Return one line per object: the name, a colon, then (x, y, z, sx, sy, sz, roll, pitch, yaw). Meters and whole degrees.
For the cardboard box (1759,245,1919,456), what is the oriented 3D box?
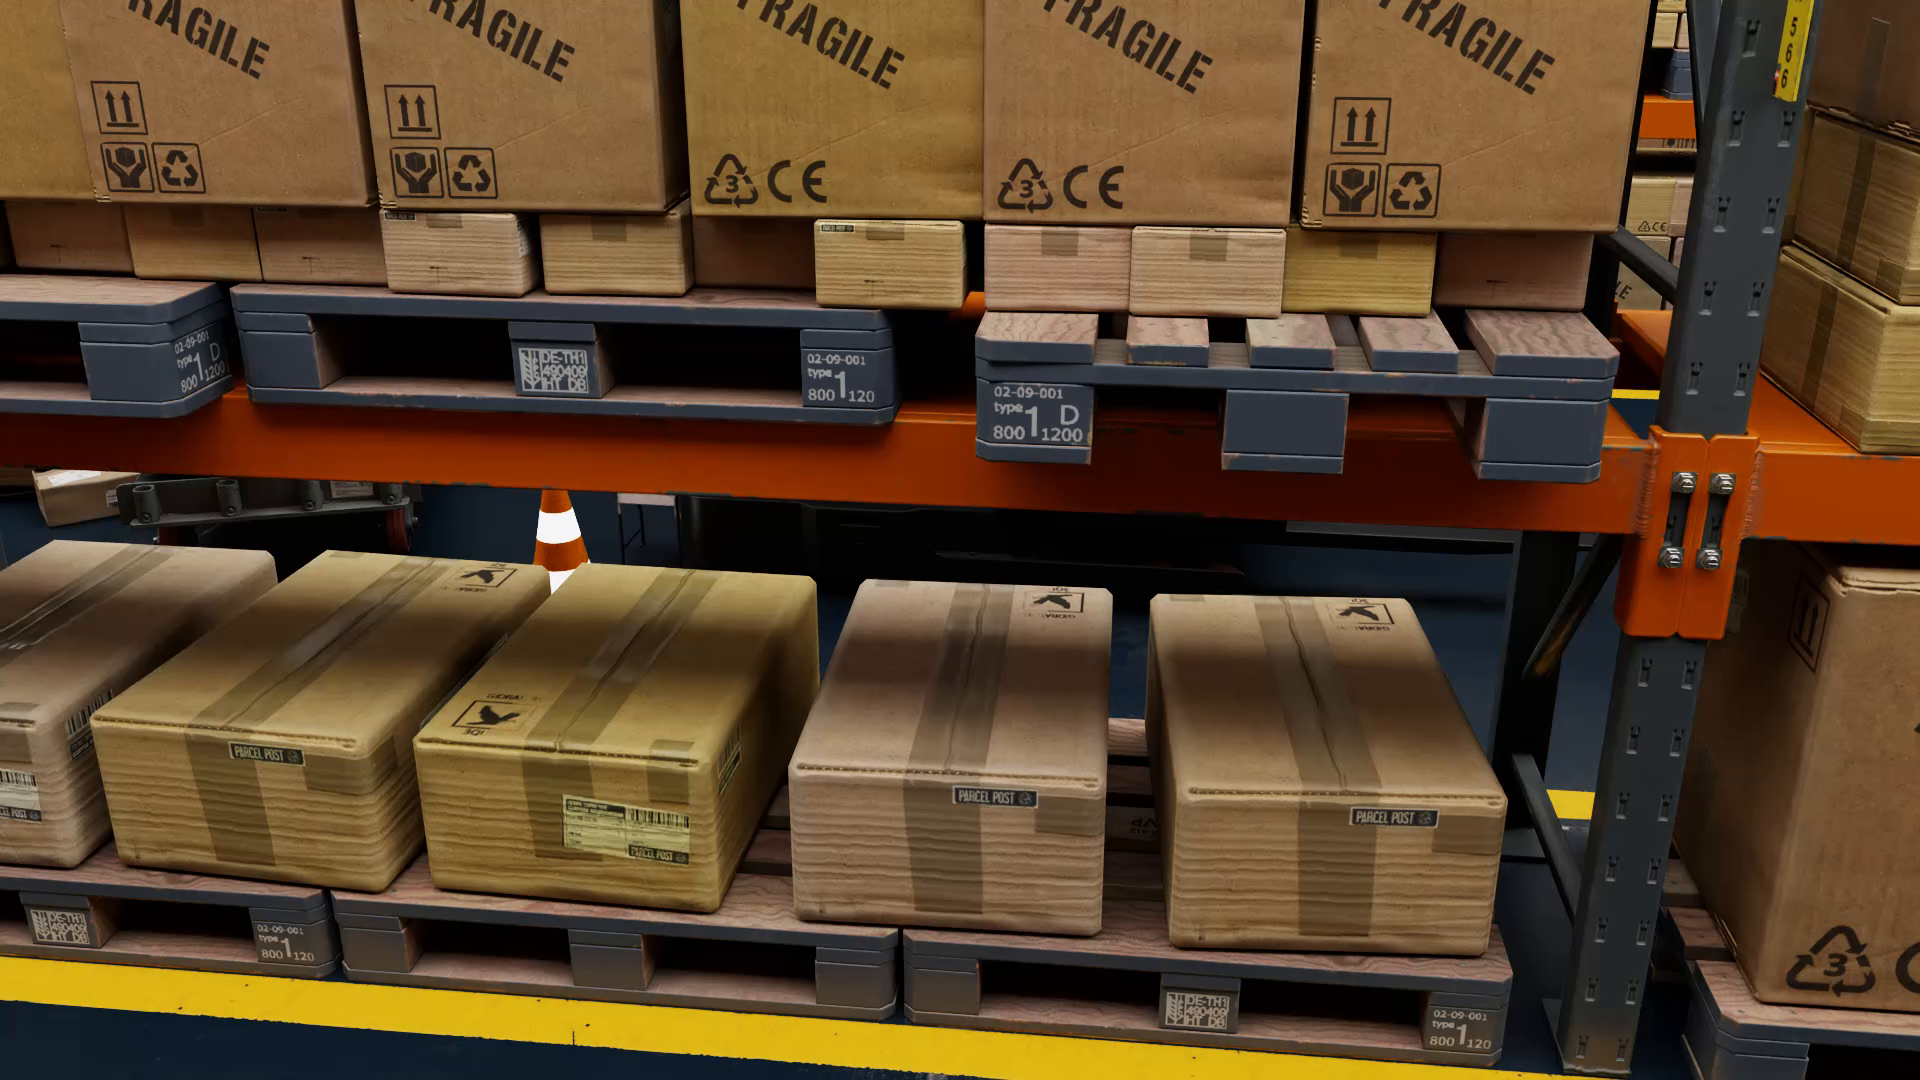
cardboard box: (1.767, -0.339, 2.922, 0.500, 0.250, 0.500, 2, 22, 5)

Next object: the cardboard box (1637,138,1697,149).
cardboard box: (4.924, -3.233, 12.356, 0.875, 0.875, 1.225, 2, 22, 4)

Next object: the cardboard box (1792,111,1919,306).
cardboard box: (1.785, -0.573, 2.832, 0.500, 0.250, 0.500, 2, 22, 6)

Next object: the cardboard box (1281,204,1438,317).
cardboard box: (0.683, -0.514, 2.930, 0.250, 0.149, 0.380, 3, 22, 7)

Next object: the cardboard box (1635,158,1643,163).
cardboard box: (3.006, -1.763, 8.129, 0.500, 0.250, 0.500, 3, 22, 7)

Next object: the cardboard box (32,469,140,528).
cardboard box: (-3.218, -0.242, 6.192, 0.396, 0.266, 0.258, -14, 25, -31)

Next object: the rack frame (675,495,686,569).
rack frame: (-0.937, -0.356, 5.617, 0.006, 0.900, 0.240, 3, 22, 7)

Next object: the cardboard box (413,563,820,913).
cardboard box: (-0.735, 0.413, 3.819, 0.625, 0.372, 0.950, 3, 22, 8)

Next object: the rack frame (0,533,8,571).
rack frame: (-2.661, -0.695, 3.618, 0.127, 3.000, 1.000, 2, 22, 6)

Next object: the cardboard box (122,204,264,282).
cardboard box: (-1.362, -0.609, 3.172, 0.250, 0.149, 0.380, 3, 22, 7)

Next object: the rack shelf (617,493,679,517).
rack shelf: (-1.038, -0.163, 5.708, 0.200, 0.077, 0.258, 3, 22, 7)

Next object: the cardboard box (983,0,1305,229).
cardboard box: (0.312, -0.839, 2.869, 0.500, 0.500, 0.500, 2, 22, 5)

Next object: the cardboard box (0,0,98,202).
cardboard box: (-1.732, -0.929, 3.097, 0.500, 0.500, 0.500, 3, 22, 6)

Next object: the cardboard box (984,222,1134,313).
cardboard box: (0.179, -0.522, 2.951, 0.250, 0.149, 0.380, 1, 22, 4)

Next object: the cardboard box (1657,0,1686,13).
cardboard box: (3.035, -2.424, 7.357, 0.250, 0.149, 0.380, 3, 22, 7)

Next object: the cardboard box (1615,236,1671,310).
cardboard box: (2.965, -1.222, 7.780, 0.500, 0.500, 0.500, 3, 22, 7)

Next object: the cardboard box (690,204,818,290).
cardboard box: (-0.331, -0.586, 3.112, 0.250, 0.149, 0.380, 3, 22, 7)

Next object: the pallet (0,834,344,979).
pallet: (-1.888, 0.635, 4.047, 1.213, 0.211, 1.003, 2, 22, 6)

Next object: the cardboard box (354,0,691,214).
cardboard box: (-0.731, -0.884, 2.984, 0.500, 0.500, 0.500, 2, 22, 4)

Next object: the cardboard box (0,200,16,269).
cardboard box: (-1.903, -0.620, 3.199, 0.250, 0.149, 0.380, 3, 22, 7)

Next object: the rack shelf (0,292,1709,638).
rack shelf: (-0.675, -0.274, 3.531, 4.000, 0.370, 1.077, 2, 22, 6)

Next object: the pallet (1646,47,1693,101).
pallet: (3.764, -2.174, 7.619, 1.213, 0.211, 1.003, 2, 22, 6)

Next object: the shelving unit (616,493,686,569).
shelving unit: (-1.038, -0.361, 5.630, 0.210, 0.900, 0.258, 3, 22, 7)

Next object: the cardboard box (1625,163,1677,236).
cardboard box: (2.953, -1.575, 7.653, 0.500, 0.250, 0.500, 2, 22, 6)

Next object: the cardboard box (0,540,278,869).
cardboard box: (-2.140, 0.354, 3.969, 0.625, 0.372, 0.950, 3, 22, 7)

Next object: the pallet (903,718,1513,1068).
pallet: (0.535, 0.740, 3.780, 1.213, 0.211, 1.003, 2, 22, 6)

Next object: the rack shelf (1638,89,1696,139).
rack shelf: (3.779, -1.912, 7.676, 4.000, 0.370, 1.077, 2, 22, 6)

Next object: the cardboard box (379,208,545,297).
cardboard box: (-0.858, -0.568, 3.066, 0.250, 0.149, 0.380, 3, 22, 8)

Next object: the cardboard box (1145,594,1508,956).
cardboard box: (0.751, 0.477, 3.657, 0.625, 0.372, 0.950, 1, 22, 3)

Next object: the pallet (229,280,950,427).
pallet: (-0.660, -0.503, 3.394, 1.213, 0.211, 1.003, 2, 22, 6)

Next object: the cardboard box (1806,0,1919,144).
cardboard box: (1.772, -0.923, 2.698, 0.500, 0.500, 0.500, 2, 22, 5)

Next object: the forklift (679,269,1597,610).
forklift: (0.624, -1.331, 5.320, 3.031, 2.935, 1.130, 3, 22, 7)

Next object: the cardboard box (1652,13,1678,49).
cardboard box: (3.016, -2.285, 7.409, 0.250, 0.149, 0.380, 3, 22, 9)
